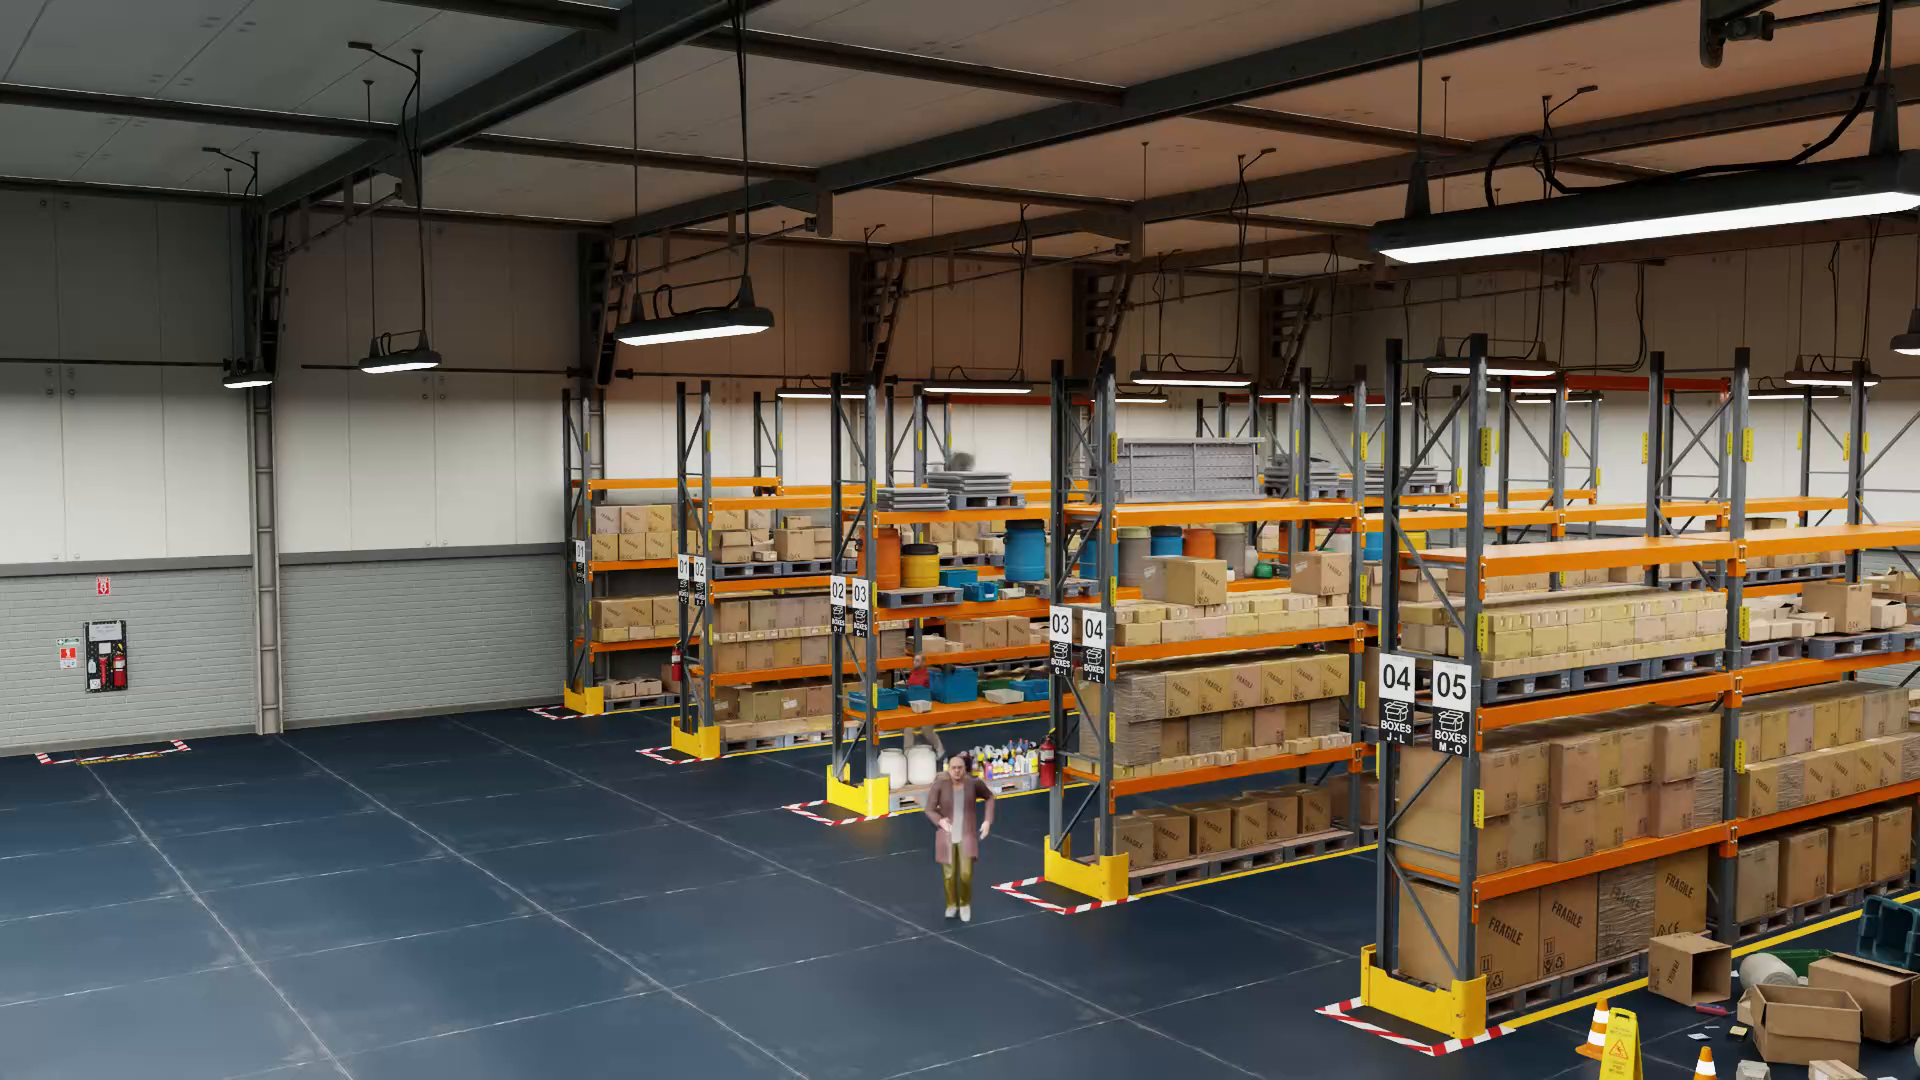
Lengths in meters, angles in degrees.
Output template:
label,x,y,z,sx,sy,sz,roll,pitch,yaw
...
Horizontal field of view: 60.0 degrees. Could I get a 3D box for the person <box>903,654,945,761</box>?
label,x,y,z,sx,sy,sz,roll,pitch,yaw
person,-0.605,2.628,25.807,0.665,1.746,0.899,3,5,42

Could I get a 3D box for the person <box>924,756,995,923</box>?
label,x,y,z,sx,sy,sz,roll,pitch,yaw
person,-0.010,3.175,17.515,0.735,1.792,0.723,0,4,1
